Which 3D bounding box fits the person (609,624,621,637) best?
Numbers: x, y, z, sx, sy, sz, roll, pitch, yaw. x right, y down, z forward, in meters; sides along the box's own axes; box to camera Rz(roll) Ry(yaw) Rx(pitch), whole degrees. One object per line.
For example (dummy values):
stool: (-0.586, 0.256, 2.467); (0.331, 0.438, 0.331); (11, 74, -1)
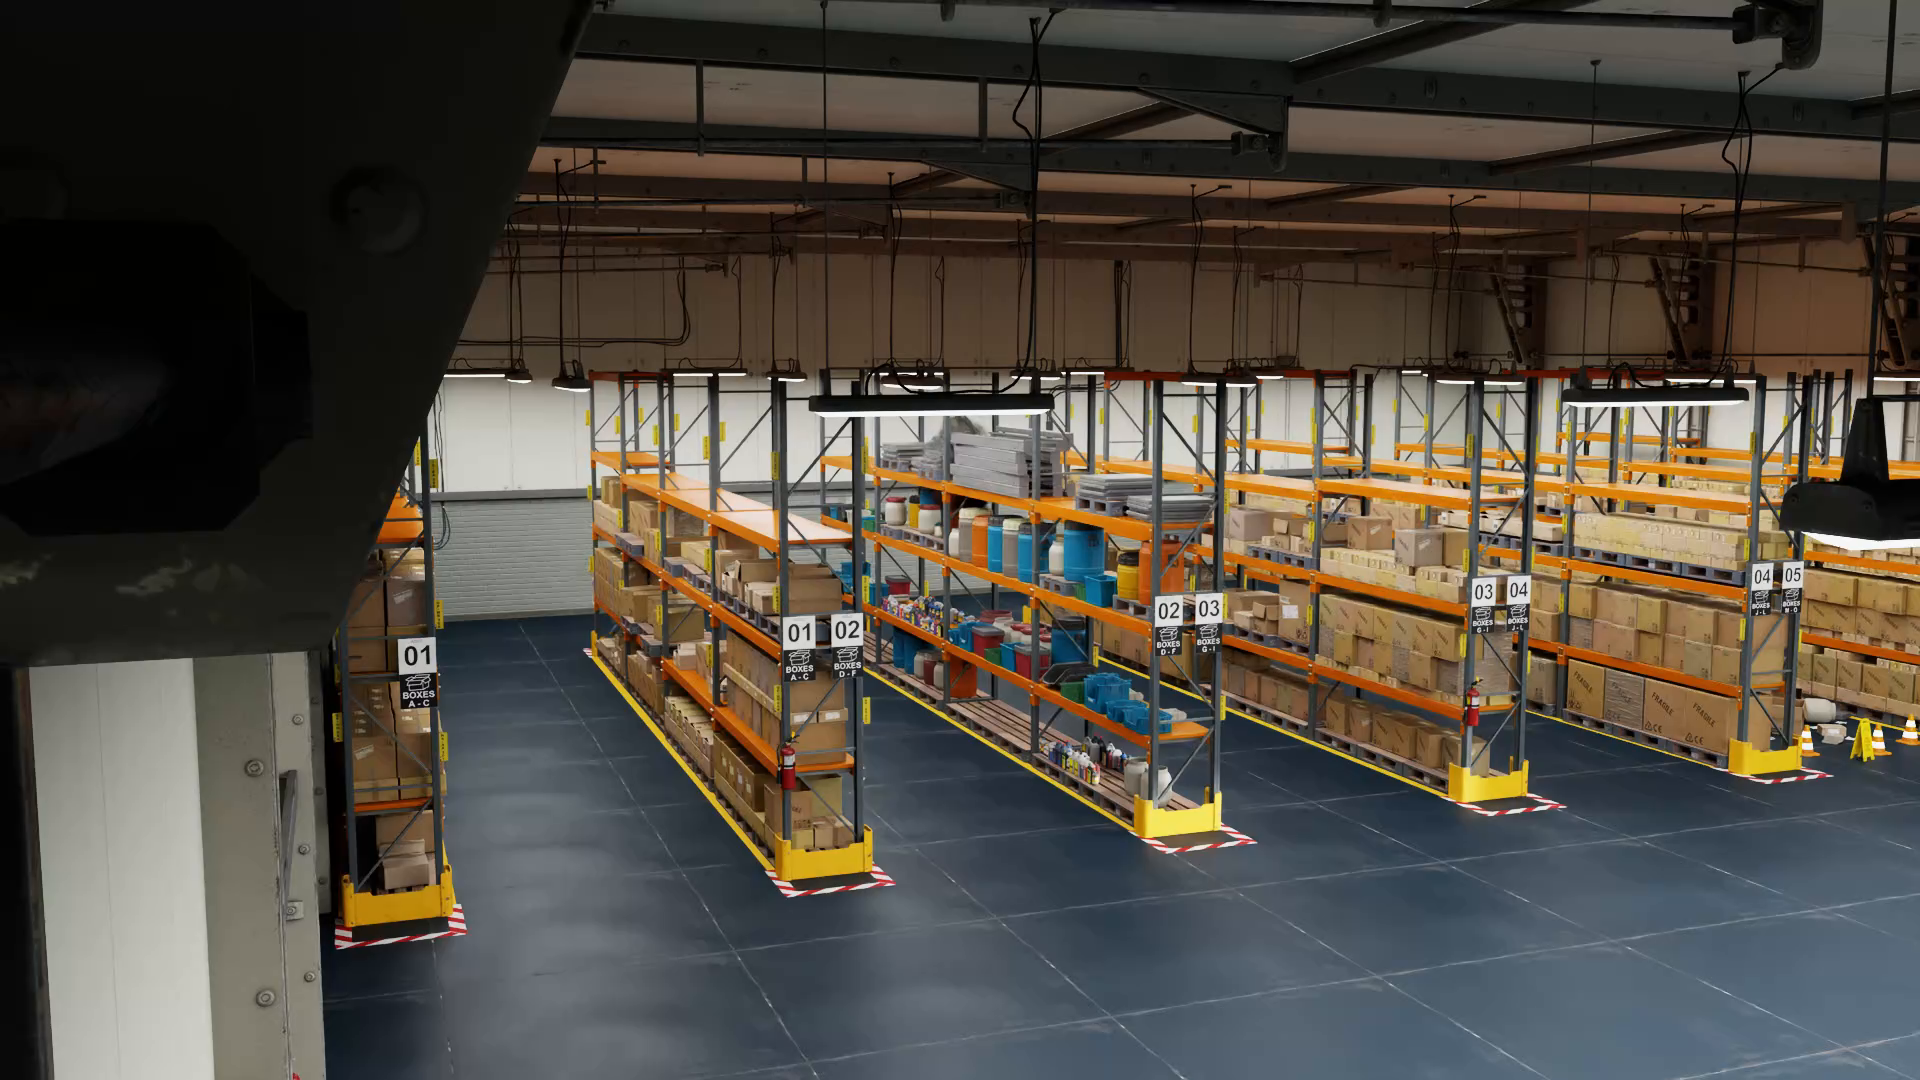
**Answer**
person: (-7.218, 1.389, 36.259); (0.914, 1.748, 0.721); (-1, 6, -6)
